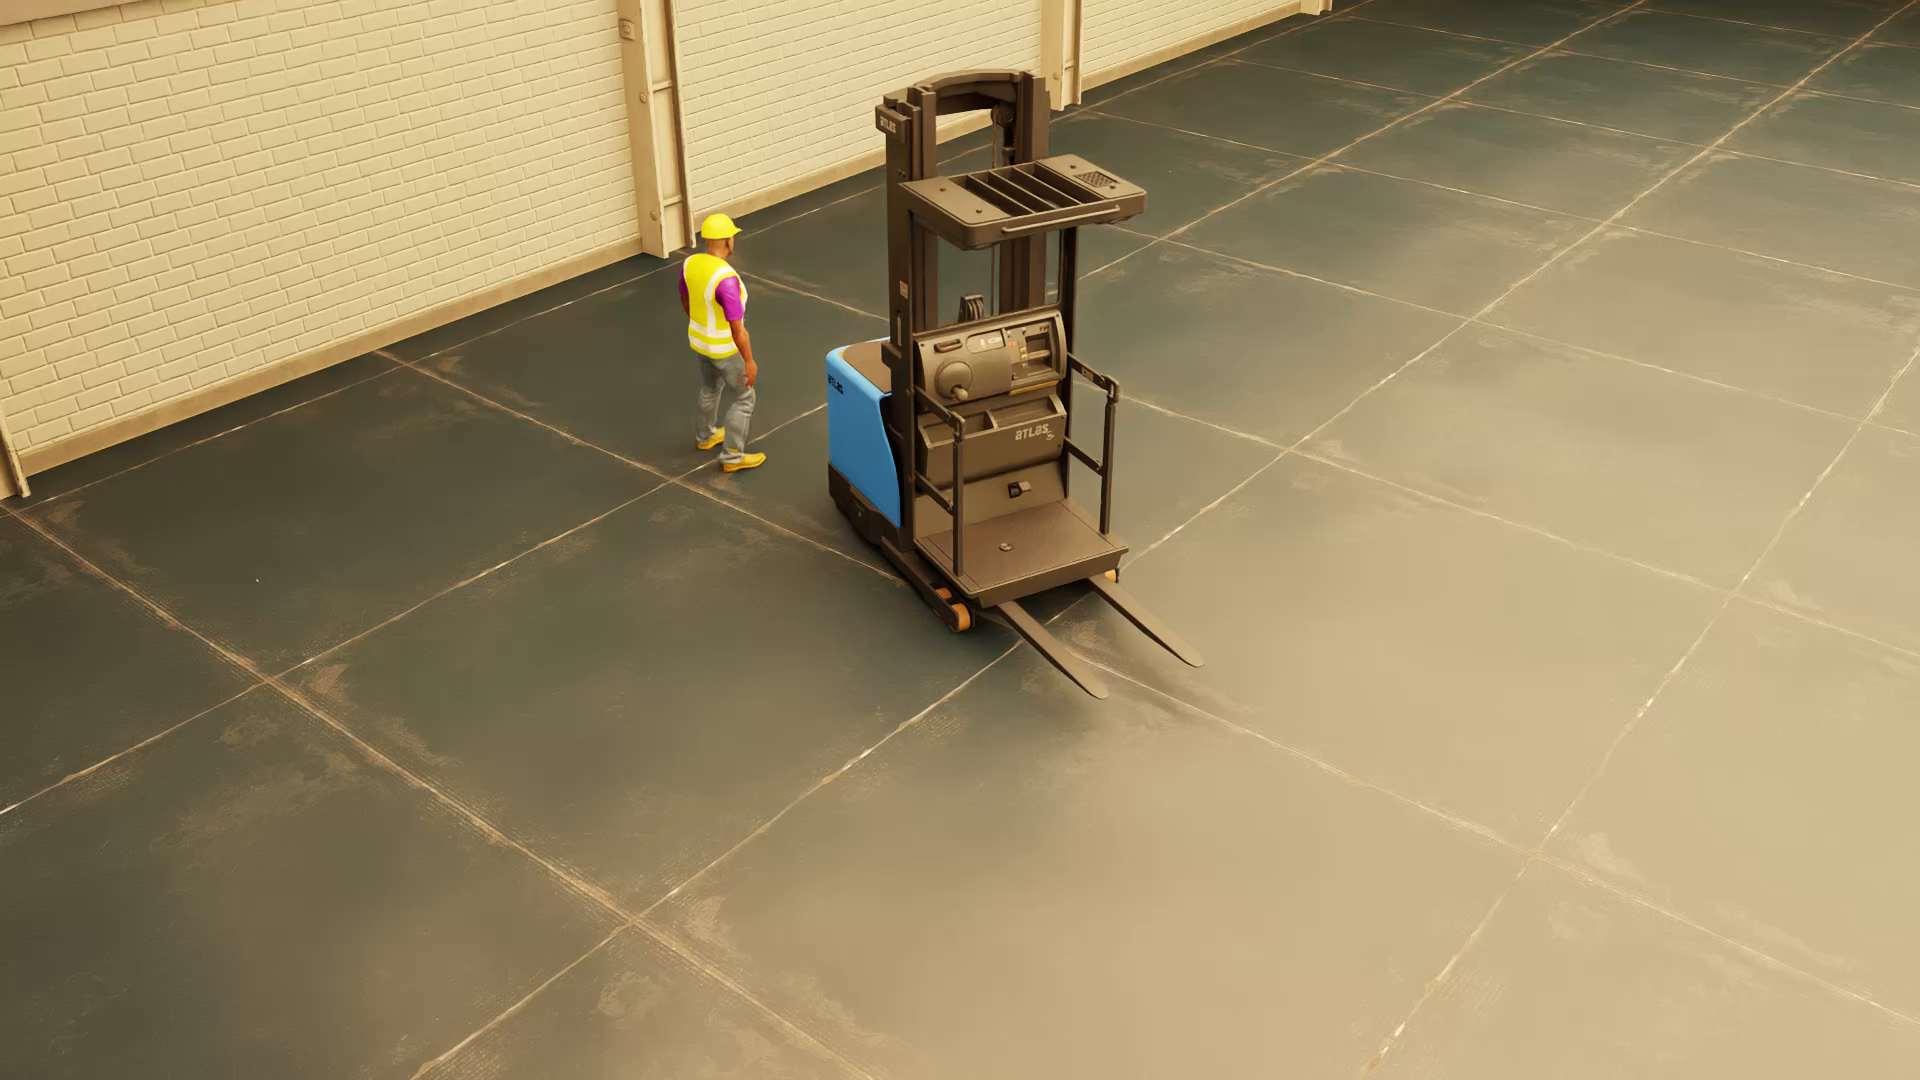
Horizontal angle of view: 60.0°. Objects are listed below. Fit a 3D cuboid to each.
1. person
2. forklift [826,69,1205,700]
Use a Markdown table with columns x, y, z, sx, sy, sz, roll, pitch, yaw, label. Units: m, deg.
| x | y | z | sx | sy | sz | roll | pitch | yaw | label |
| --- | --- | --- | --- | --- | --- | --- | --- | --- | --- |
| -1.564 | -1.315 | 11.020 | 0.413 | 1.749 | 0.787 | -25 | 39 | -36 | person |
| 0.294 | -0.996 | 9.299 | 1.130 | 2.935 | 3.031 | -15 | 34 | -25 | forklift |
